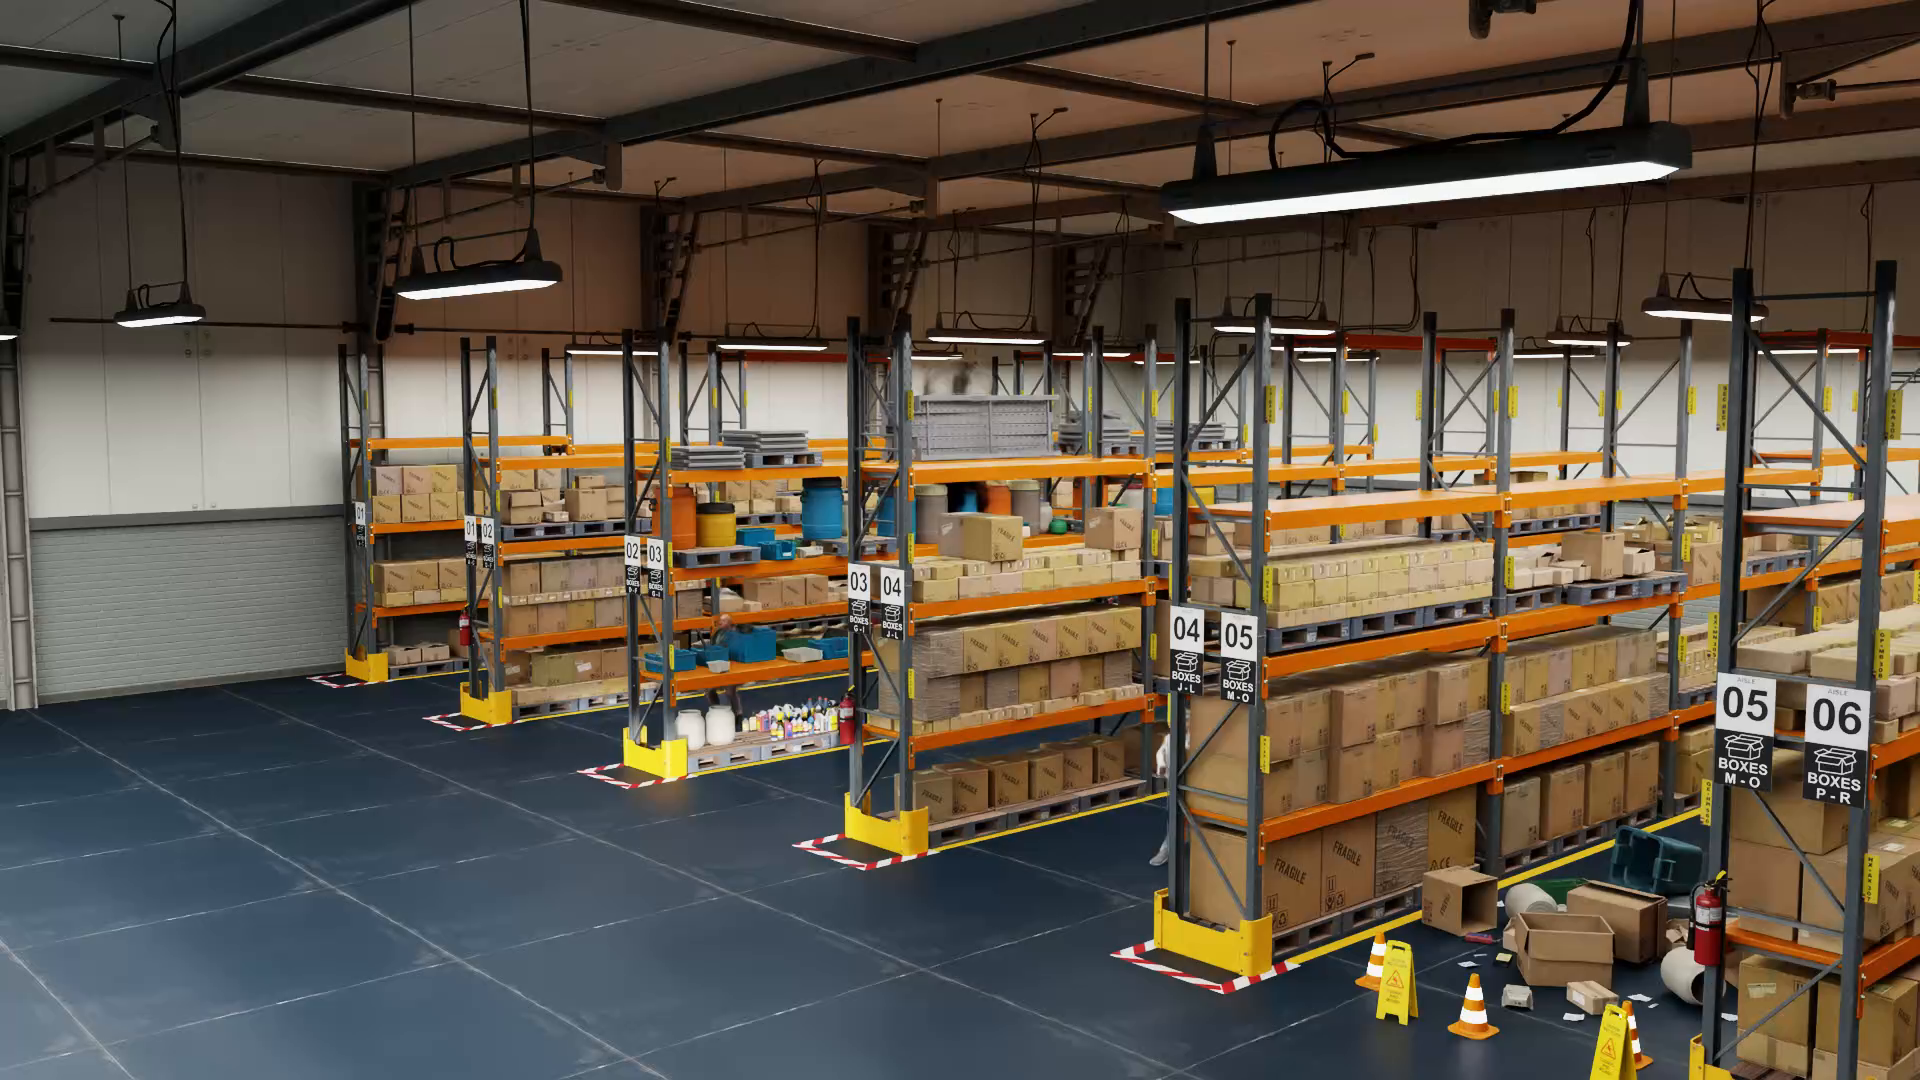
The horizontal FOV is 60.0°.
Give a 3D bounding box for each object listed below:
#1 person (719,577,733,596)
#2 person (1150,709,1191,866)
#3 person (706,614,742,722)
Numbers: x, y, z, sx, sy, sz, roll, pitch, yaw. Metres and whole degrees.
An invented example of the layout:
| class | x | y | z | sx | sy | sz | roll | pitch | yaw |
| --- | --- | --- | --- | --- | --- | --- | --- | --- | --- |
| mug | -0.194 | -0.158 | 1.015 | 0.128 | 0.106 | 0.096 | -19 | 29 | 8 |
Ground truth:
| class | x | y | z | sx | sy | sz | roll | pitch | yaw |
| --- | --- | --- | --- | --- | --- | --- | --- | --- | --- |
| person | -4.571 | 1.489 | 32.035 | 0.536 | 1.609 | 0.875 | 4 | 7 | 41 |
| person | 2.442 | 2.677 | 18.325 | 0.657 | 1.688 | 0.947 | 4 | 7 | 39 |
| person | -3.647 | 2.017 | 25.658 | 0.630 | 1.755 | 0.725 | 3 | 6 | 26 |
